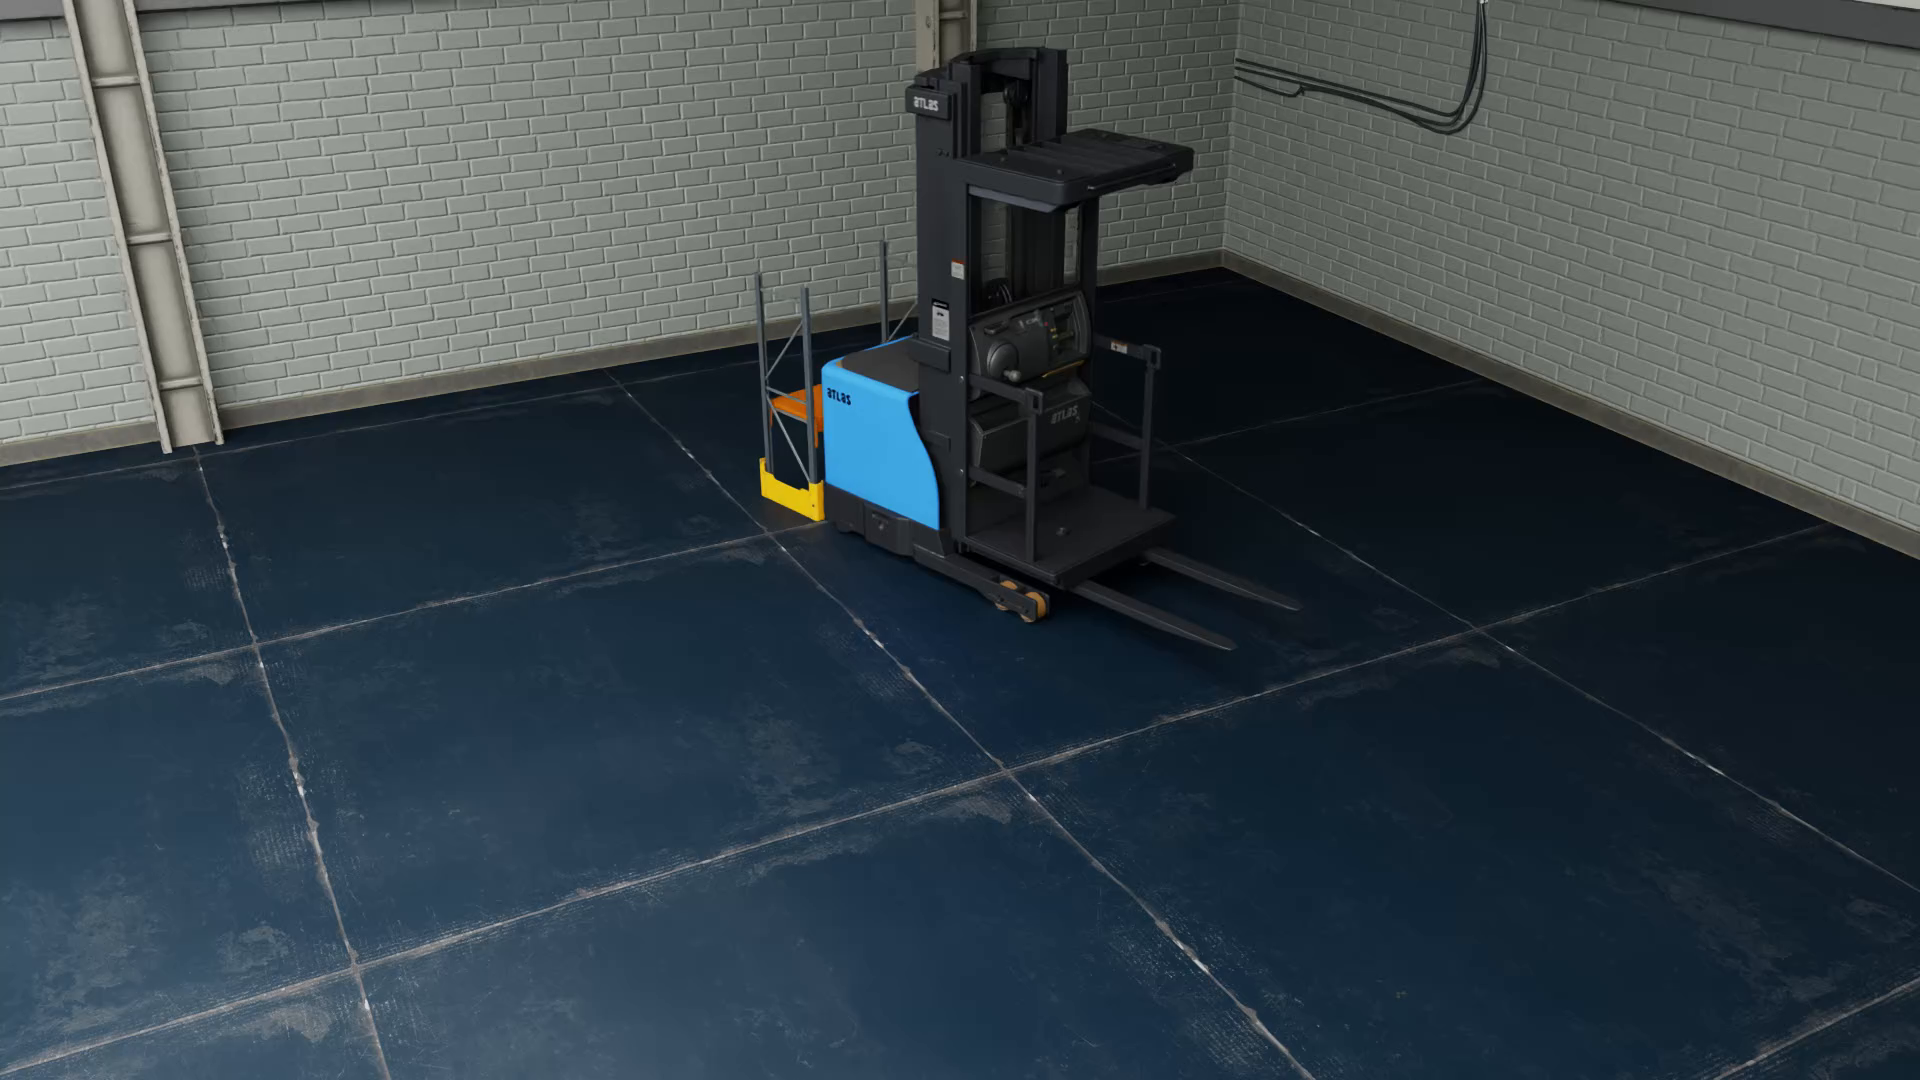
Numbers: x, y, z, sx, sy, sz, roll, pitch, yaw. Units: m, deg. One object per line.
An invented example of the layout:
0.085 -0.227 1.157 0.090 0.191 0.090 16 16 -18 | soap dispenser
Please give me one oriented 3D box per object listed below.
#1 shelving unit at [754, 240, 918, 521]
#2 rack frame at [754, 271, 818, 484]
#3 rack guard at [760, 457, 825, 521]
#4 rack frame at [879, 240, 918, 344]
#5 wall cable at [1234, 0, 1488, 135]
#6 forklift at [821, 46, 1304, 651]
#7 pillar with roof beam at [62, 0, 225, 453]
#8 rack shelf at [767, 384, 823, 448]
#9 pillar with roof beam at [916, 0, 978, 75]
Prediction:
-0.716 -1.045 10.687 1.083 1.500 0.587 -22 33 -38 | shelving unit
-1.078 -0.896 10.377 0.032 1.500 0.500 -22 33 -38 | rack frame
-1.074 -0.331 10.645 0.087 0.250 0.587 -22 33 -38 | rack guard
-0.340 -1.199 11.008 0.032 1.500 0.500 -22 33 -38 | rack frame
3.115 -4.670 13.167 0.112 2.526 3.097 -13 29 -25 | wall cable
0.551 -1.117 9.189 3.031 2.935 1.130 23 34 39 | forklift
-3.375 -3.108 6.327 0.400 9.000 9.100 -13 29 -25 | pillar with roof beam
-0.708 -0.885 10.769 1.000 0.185 0.538 -22 33 -38 | rack shelf
1.919 -4.330 8.872 0.400 9.000 9.100 -13 29 -25 | pillar with roof beam
